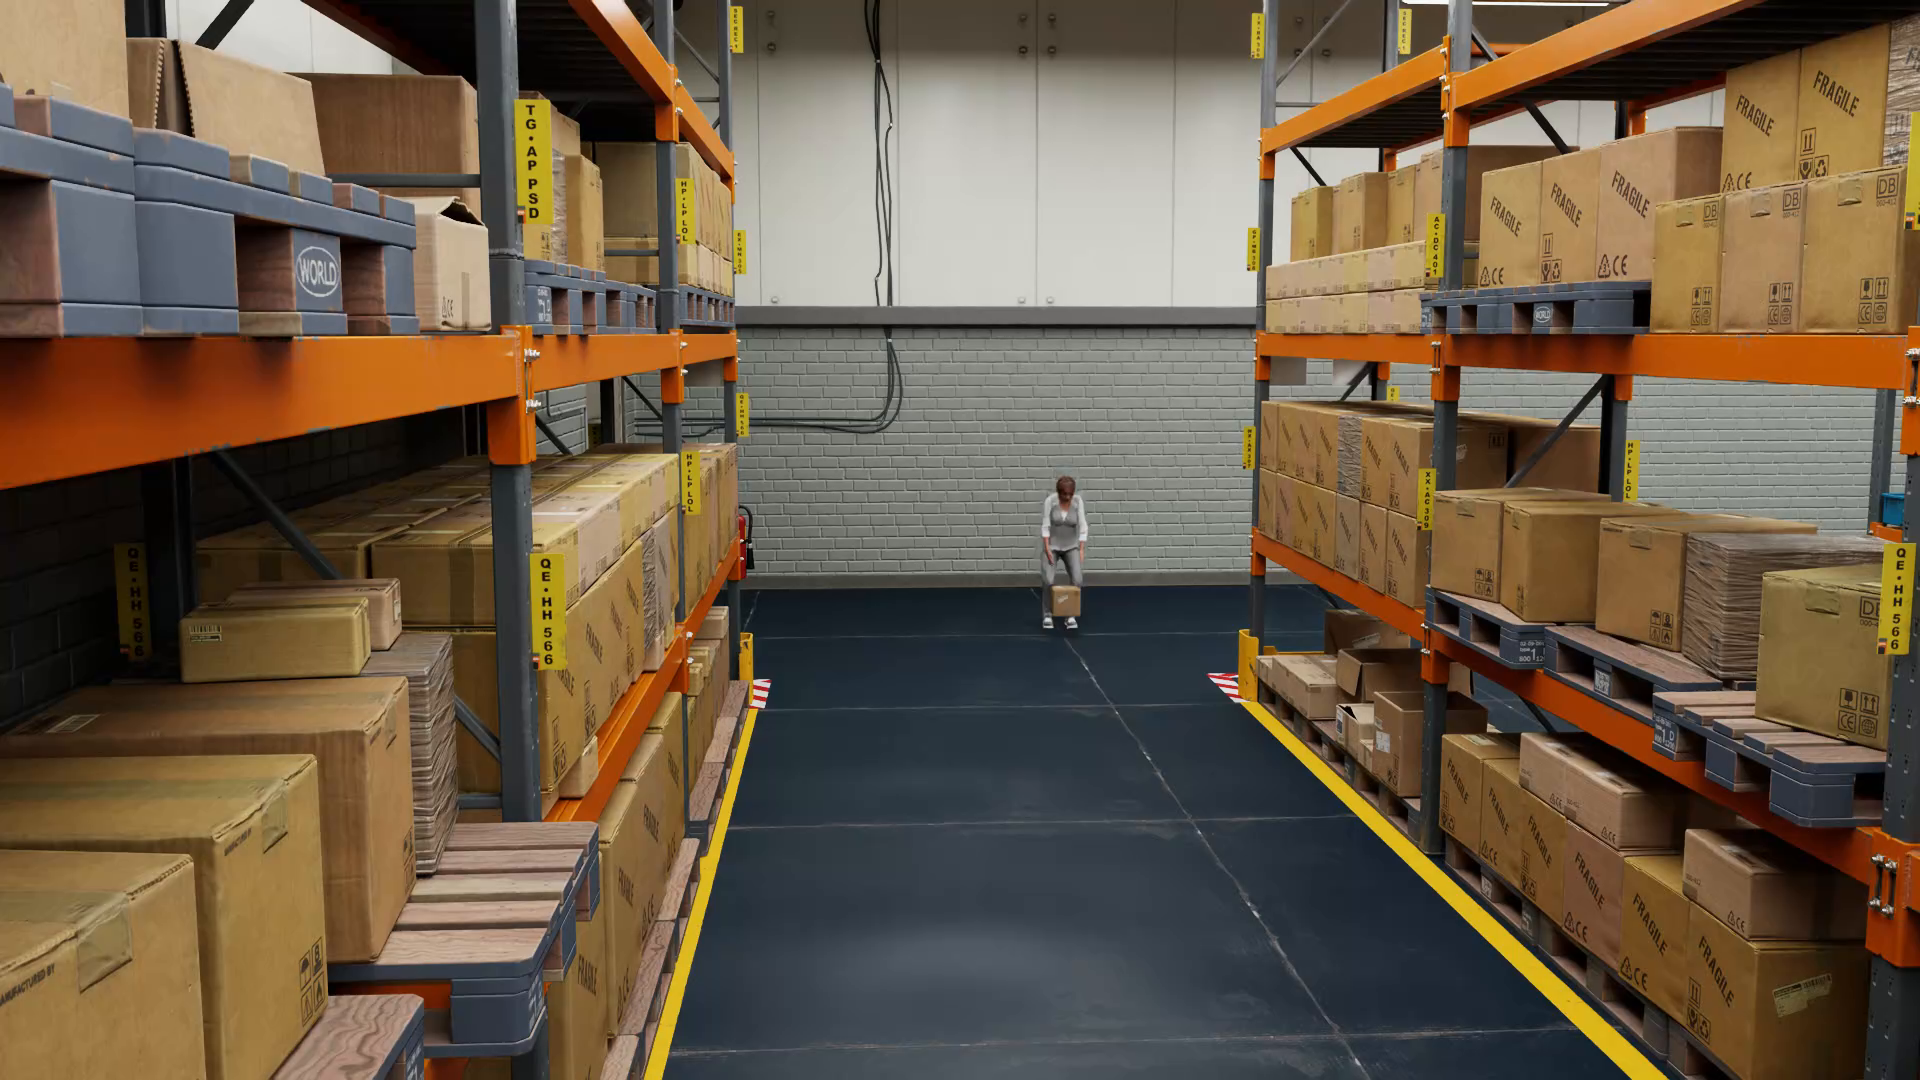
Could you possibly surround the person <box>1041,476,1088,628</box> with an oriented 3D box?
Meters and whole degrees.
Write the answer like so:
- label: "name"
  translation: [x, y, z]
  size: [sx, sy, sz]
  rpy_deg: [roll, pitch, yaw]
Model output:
- label: "person"
  translation: [0.996, 0.110, 15.923]
  size: [0.447, 1.482, 0.497]
  rpy_deg: [0, 7, -3]
